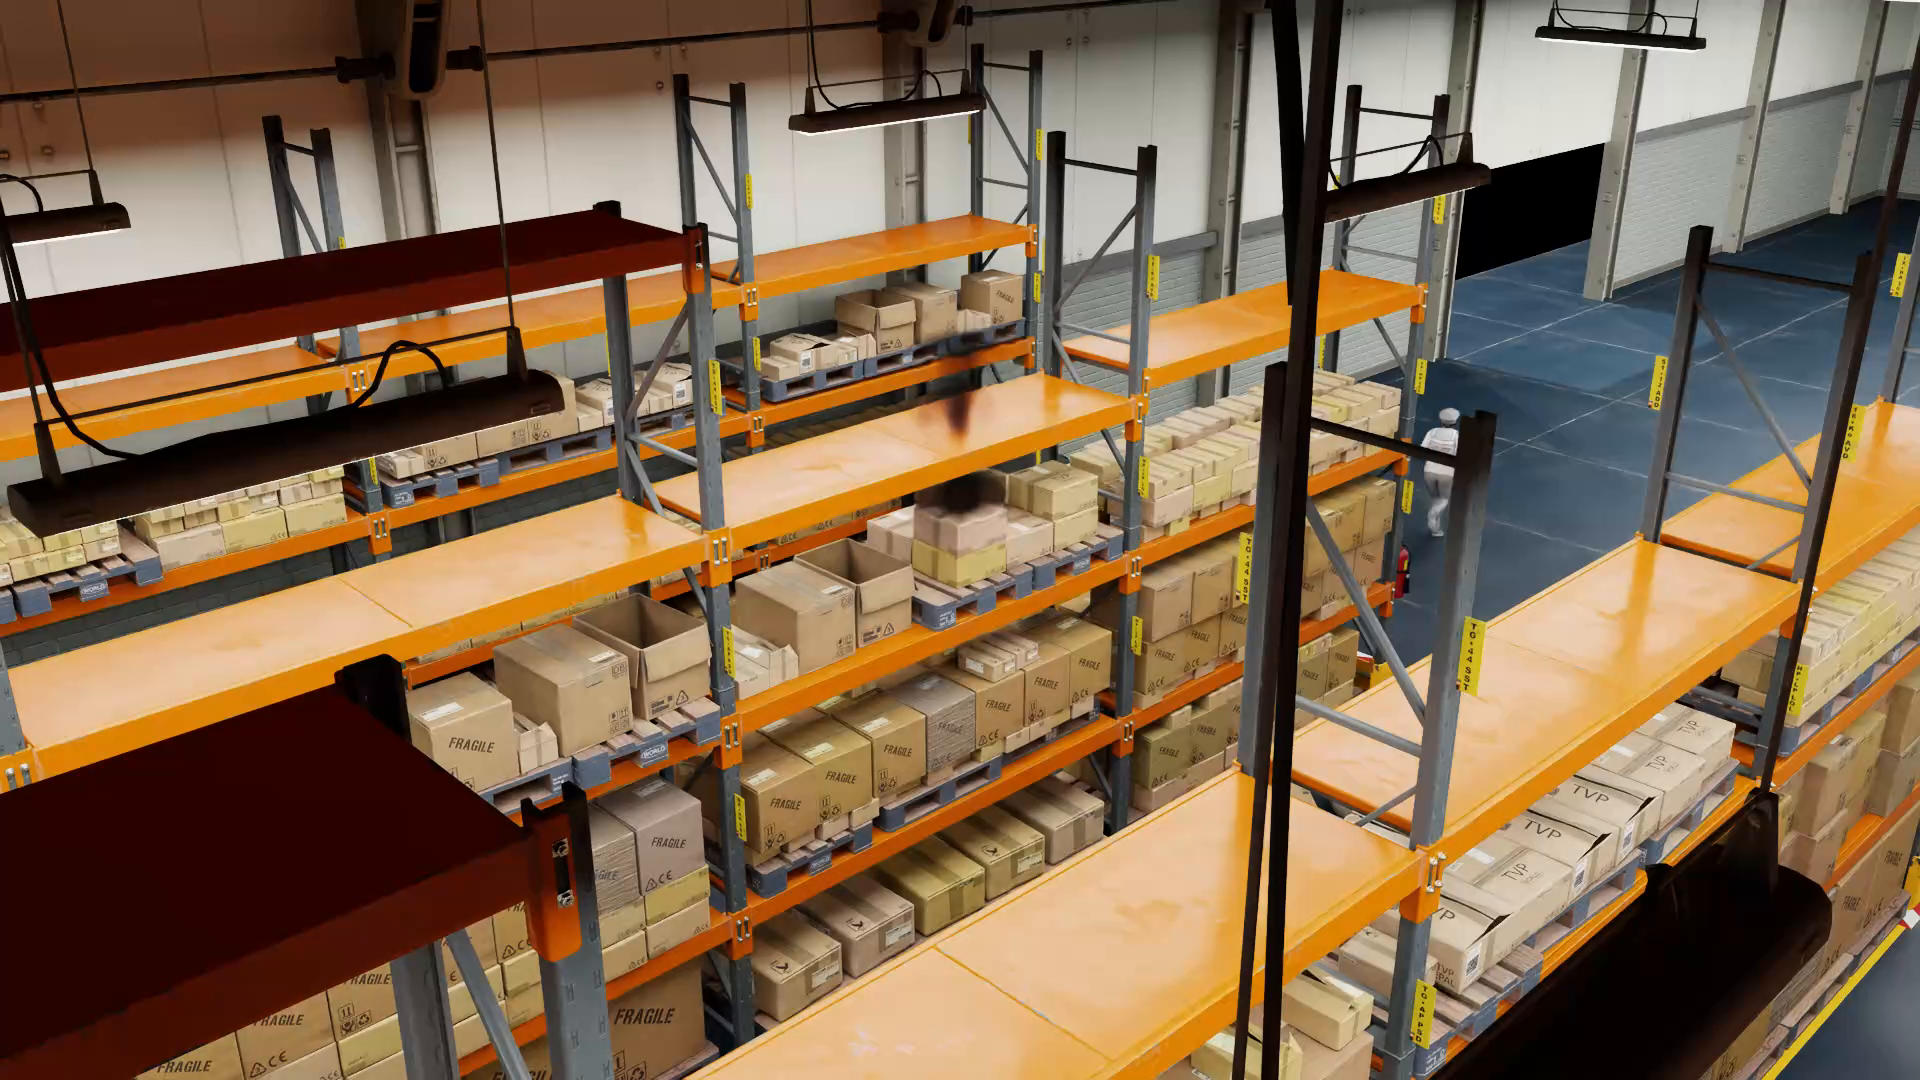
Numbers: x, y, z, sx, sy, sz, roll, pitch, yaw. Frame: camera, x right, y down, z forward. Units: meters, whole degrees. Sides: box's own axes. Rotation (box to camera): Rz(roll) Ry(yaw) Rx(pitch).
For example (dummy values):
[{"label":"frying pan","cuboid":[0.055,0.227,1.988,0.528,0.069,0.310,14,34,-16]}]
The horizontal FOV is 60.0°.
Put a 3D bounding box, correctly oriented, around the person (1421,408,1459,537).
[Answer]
[{"label":"person","cuboid":[5.968,-0.786,20.713,0.565,1.621,0.726,10,25,23]}]
